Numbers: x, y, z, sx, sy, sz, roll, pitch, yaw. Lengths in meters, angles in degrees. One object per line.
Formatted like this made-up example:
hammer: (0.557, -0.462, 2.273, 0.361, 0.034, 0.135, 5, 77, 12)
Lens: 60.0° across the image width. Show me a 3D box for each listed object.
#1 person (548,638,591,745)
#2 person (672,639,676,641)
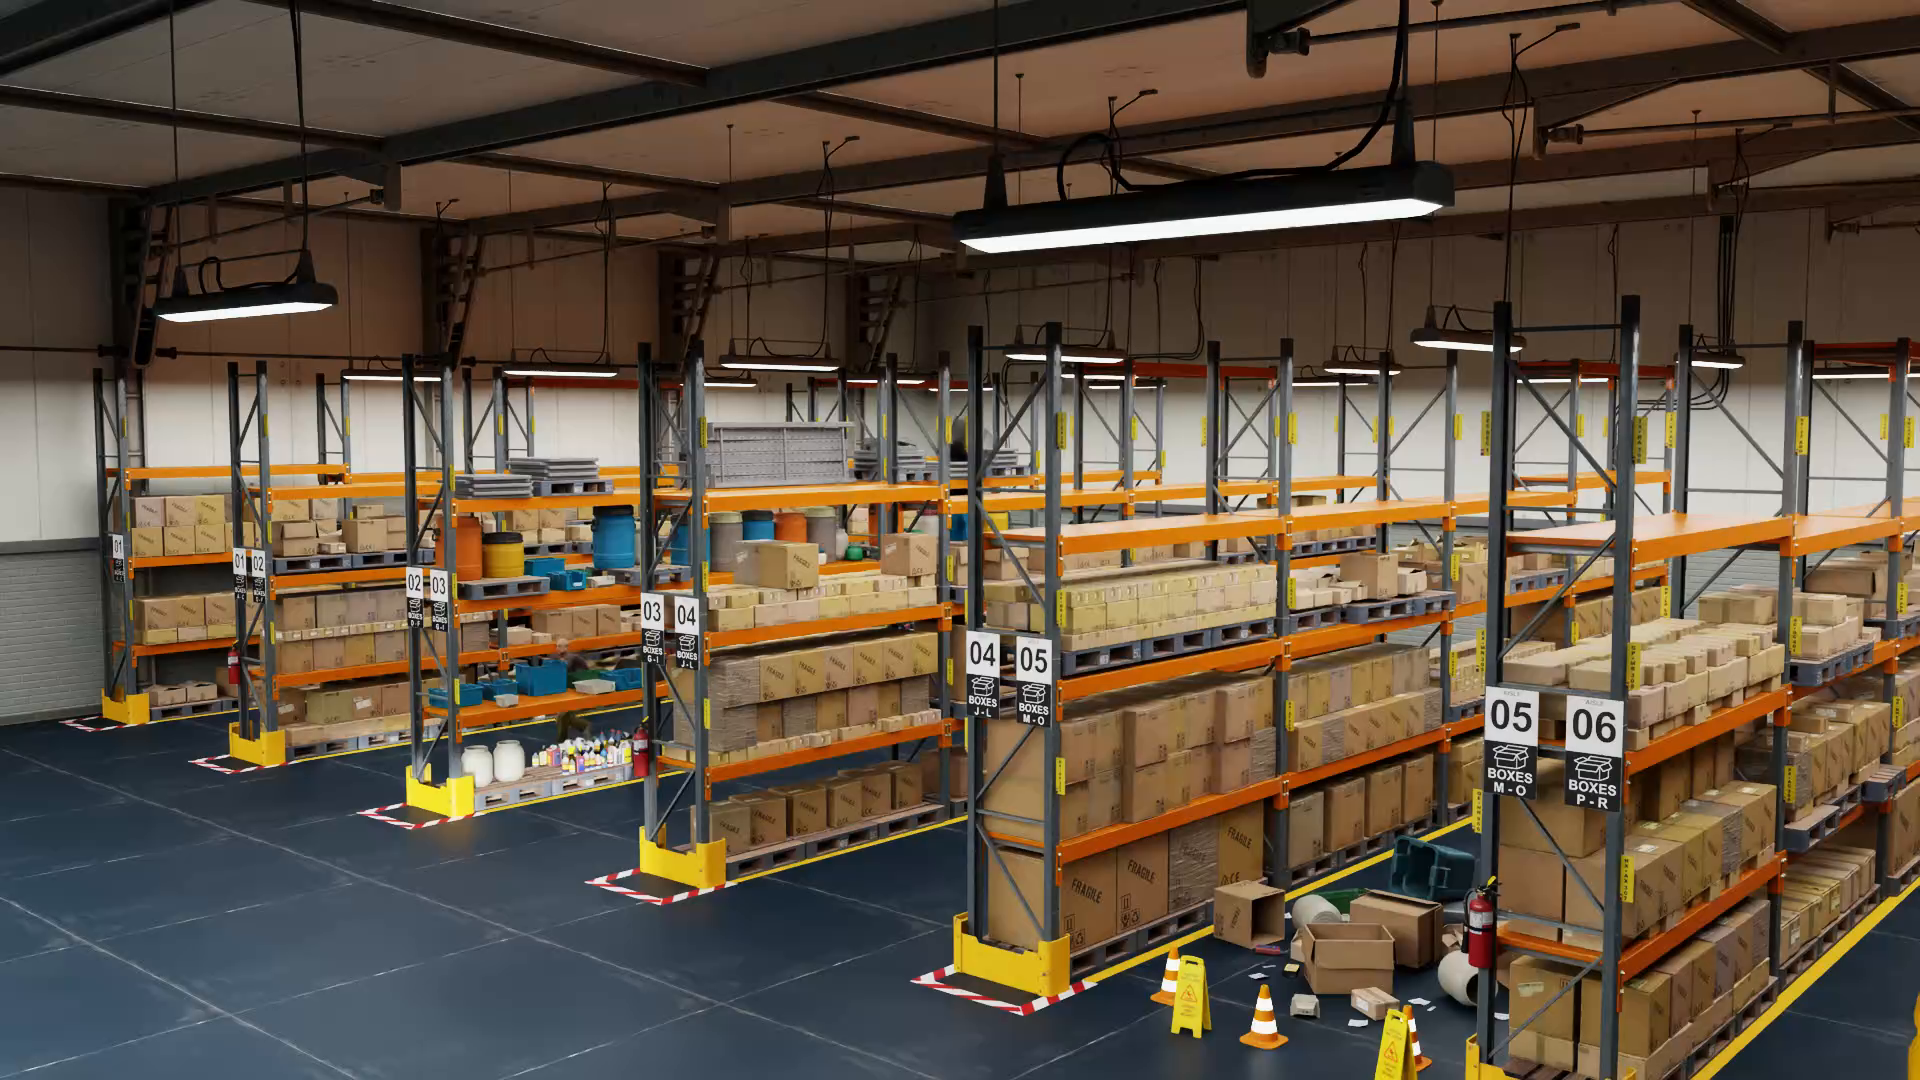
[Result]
person: (-6.091, 2.393, 26.019, 0.708, 1.763, 0.811, 2, 5, 27)
person: (-5.566, 1.994, 33.161, 0.585, 1.545, 0.904, 3, 5, 33)
